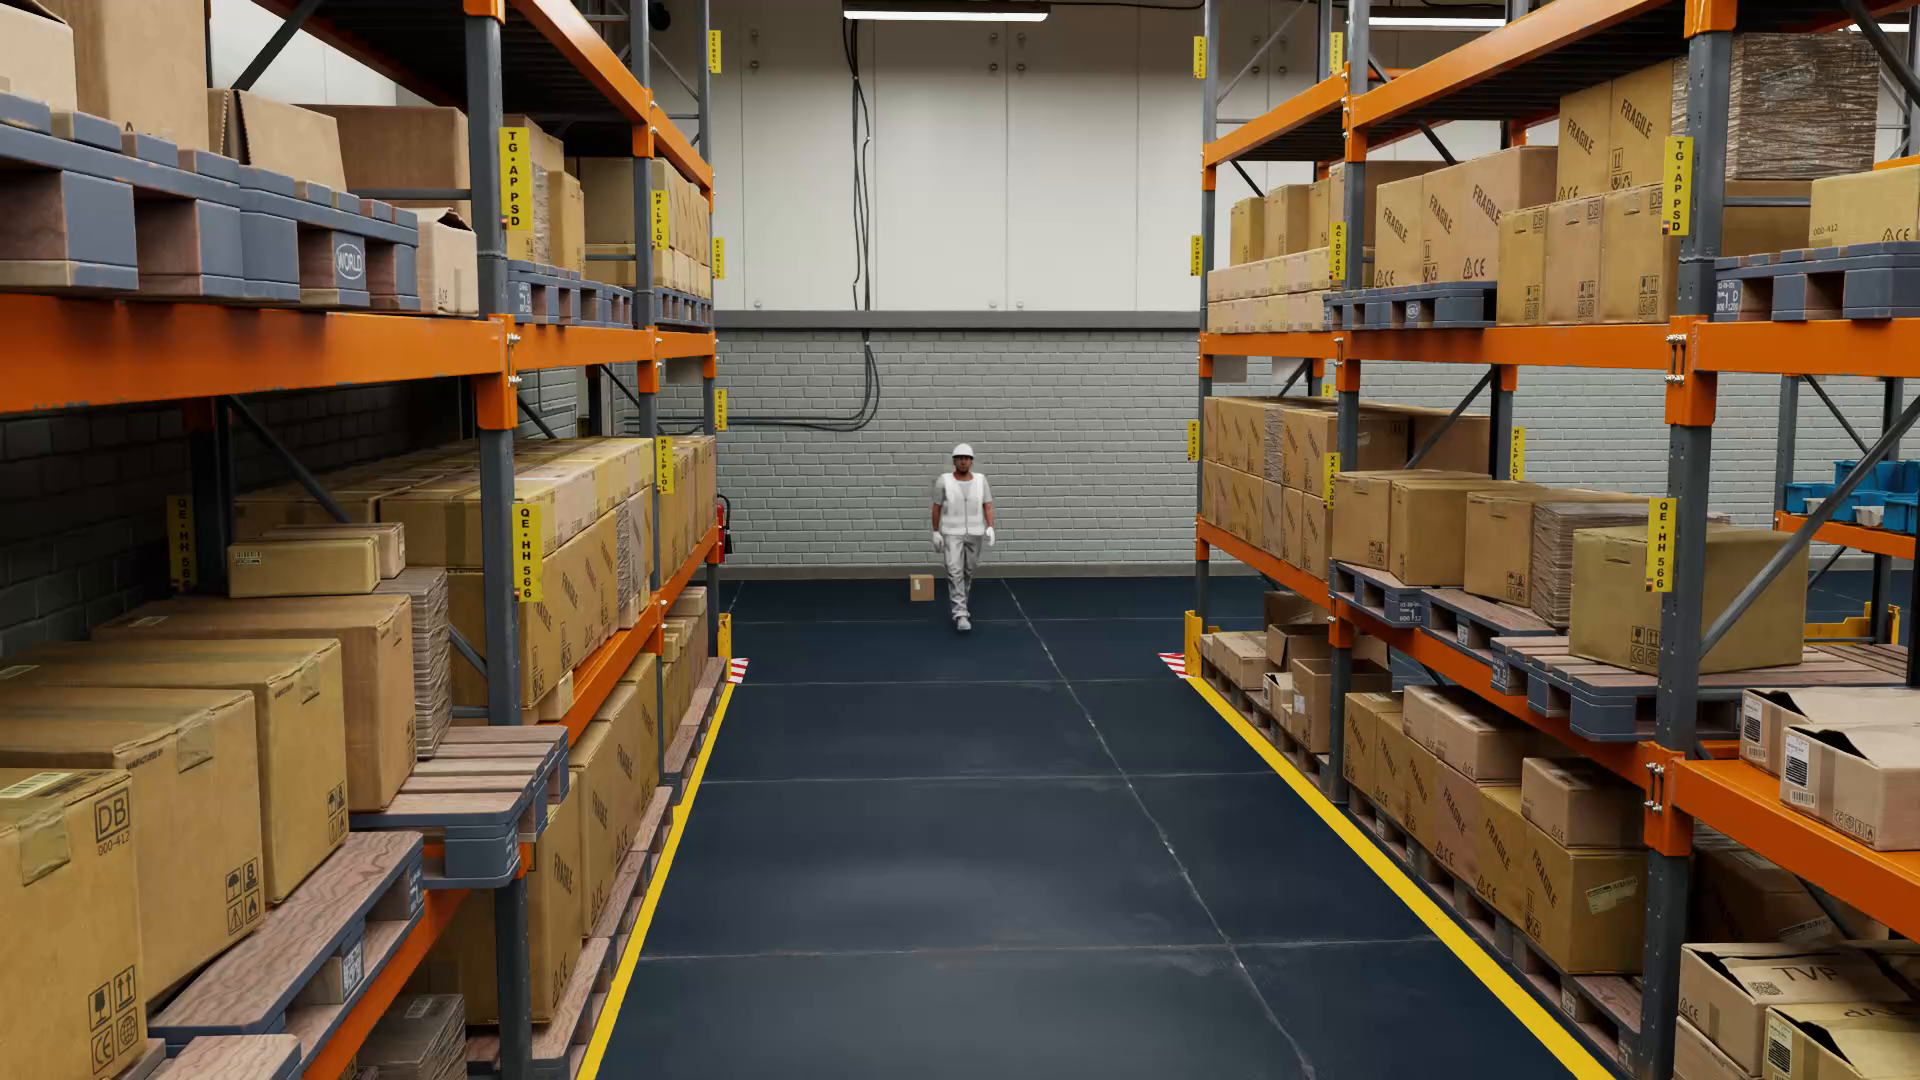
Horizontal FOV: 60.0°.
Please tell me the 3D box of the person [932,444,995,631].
[{"bbox_3d":[0.057,-0.057,15.952,0.564,1.725,1.016,-2,7,-14],"label":"person"}]
